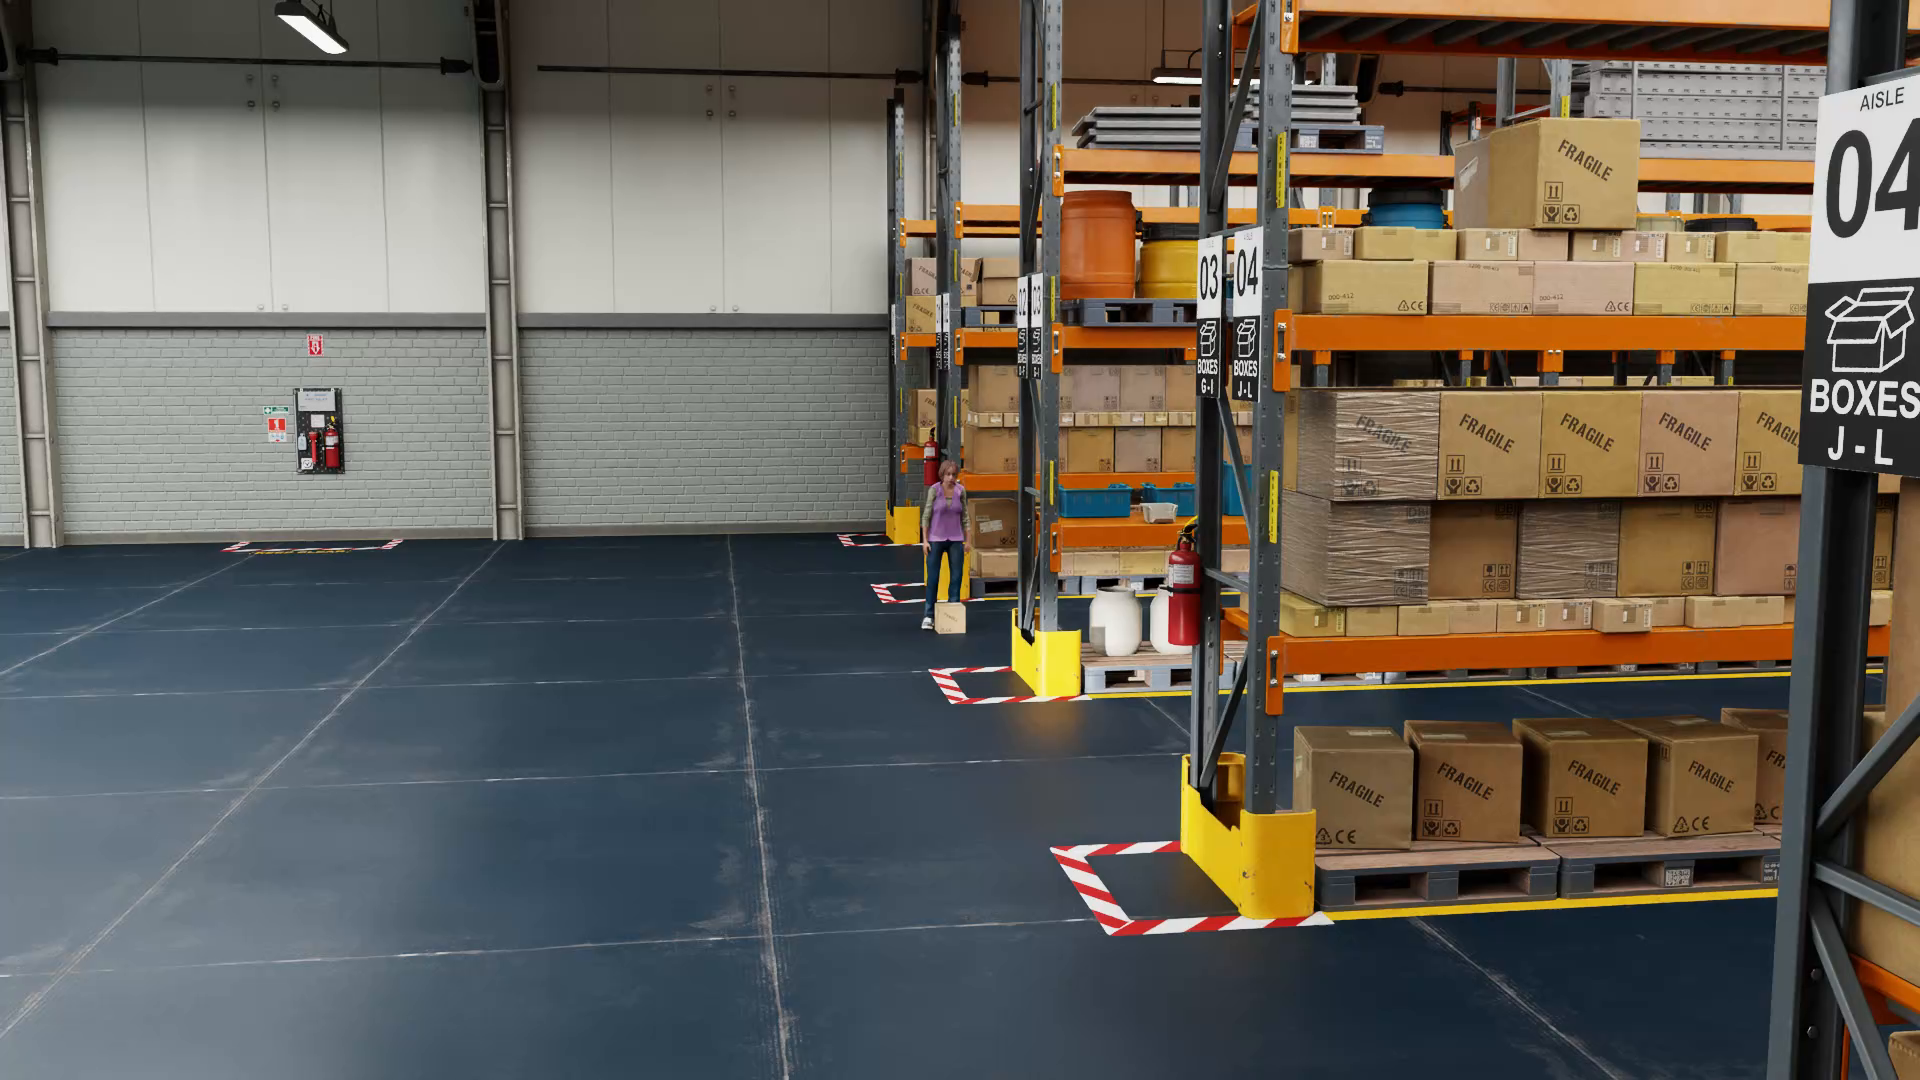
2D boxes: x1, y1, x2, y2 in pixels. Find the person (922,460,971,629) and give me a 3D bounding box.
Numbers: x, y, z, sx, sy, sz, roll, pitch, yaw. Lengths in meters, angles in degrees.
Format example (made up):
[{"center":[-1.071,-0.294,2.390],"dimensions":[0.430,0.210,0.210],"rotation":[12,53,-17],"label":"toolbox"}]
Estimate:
[{"center":[-0.136,0.035,15.724],"dimensions":[0.485,1.593,0.343],"rotation":[-1,7,-12],"label":"person"}]
